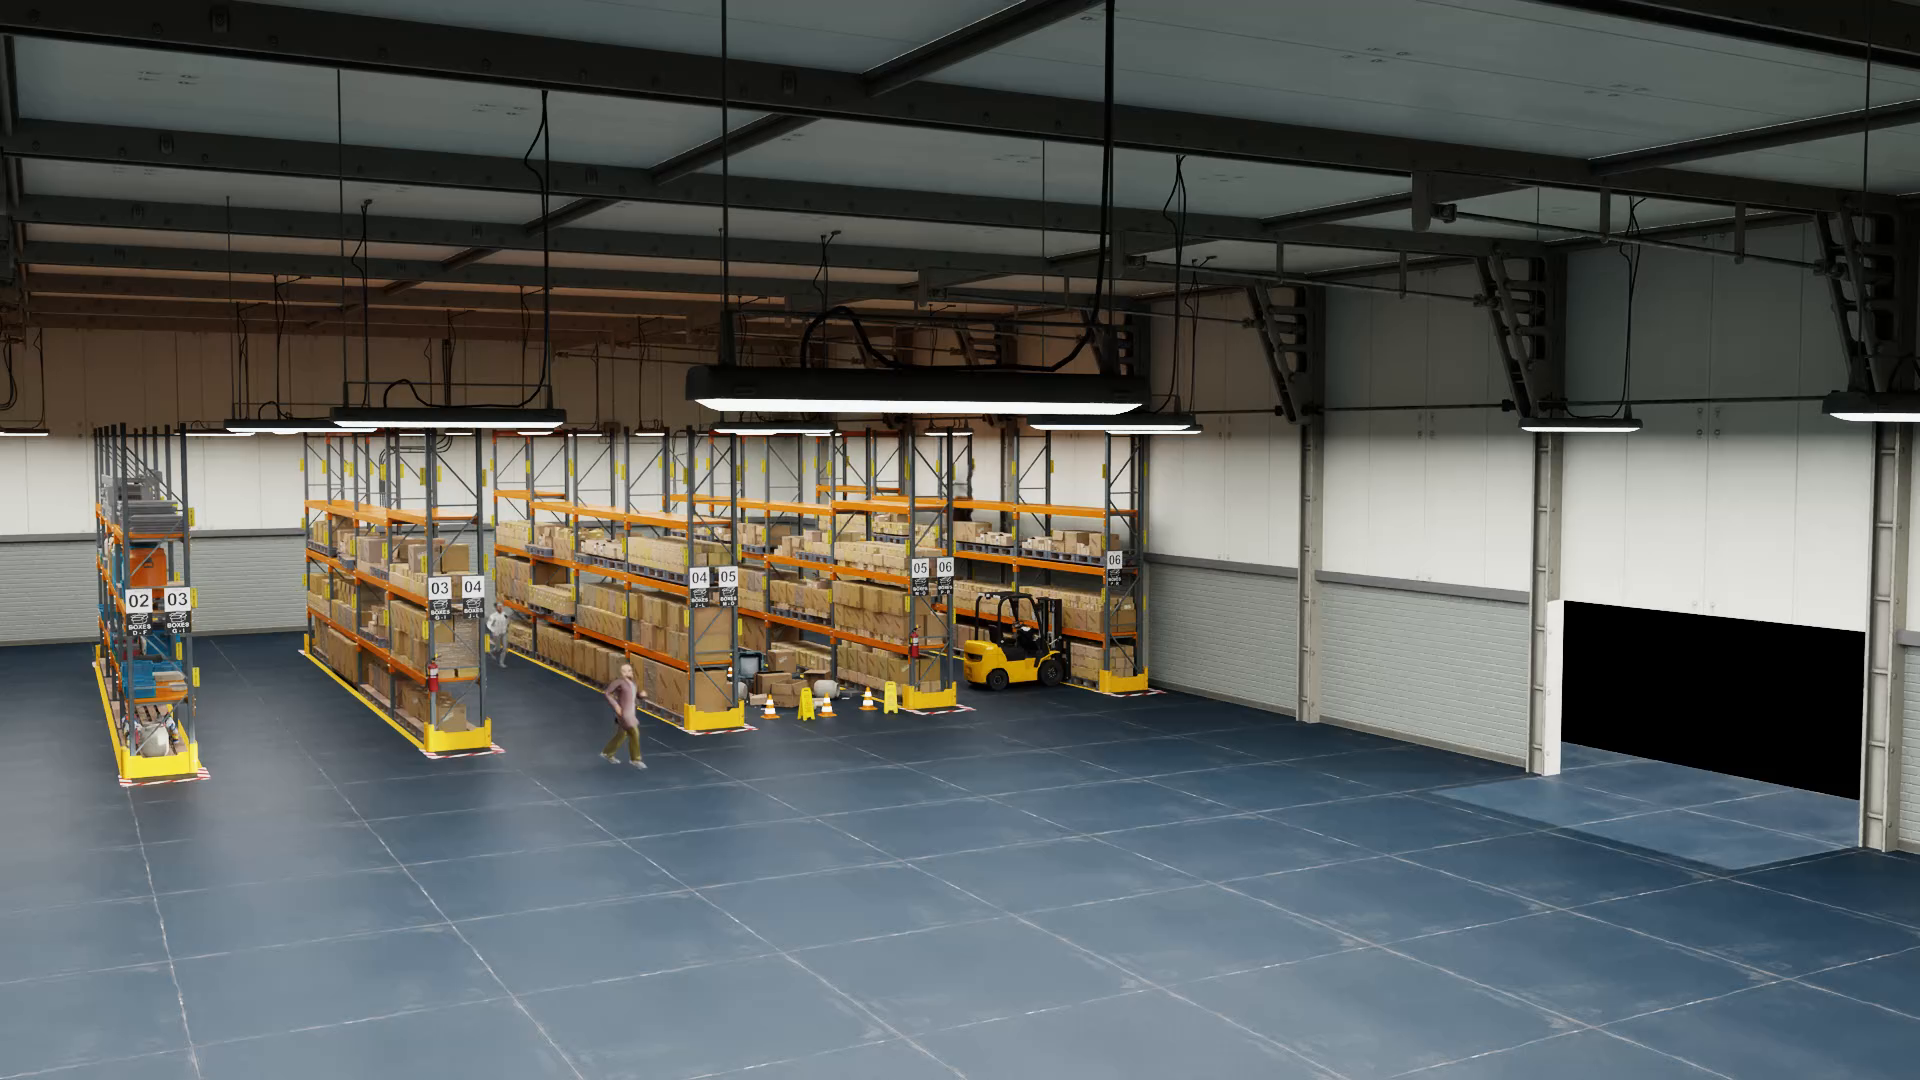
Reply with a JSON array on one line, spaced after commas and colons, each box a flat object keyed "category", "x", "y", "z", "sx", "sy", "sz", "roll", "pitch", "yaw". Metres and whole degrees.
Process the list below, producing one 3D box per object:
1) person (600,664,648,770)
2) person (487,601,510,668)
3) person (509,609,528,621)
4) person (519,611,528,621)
[{"category": "person", "x": -5.851, "y": 3.079, "z": 29.024, "sx": 0.914, "sy": 1.839, "sz": 0.673, "roll": 1, "pitch": 4, "yaw": 11}, {"category": "person", "x": -11.622, "y": 2.370, "z": 41.855, "sx": 0.504, "sy": 1.665, "sz": 0.696, "roll": -3, "pitch": 4, "yaw": -39}, {"category": "person", "x": -12.729, "y": 1.920, "z": 48.516, "sx": 0.877, "sy": 1.831, "sz": 0.628, "roll": -2, "pitch": 4, "yaw": -33}, {"category": "person", "x": -12.657, "y": 1.989, "z": 48.516, "sx": 0.686, "sy": 1.595, "sz": 0.675, "roll": 1, "pitch": 4, "yaw": 19}]
